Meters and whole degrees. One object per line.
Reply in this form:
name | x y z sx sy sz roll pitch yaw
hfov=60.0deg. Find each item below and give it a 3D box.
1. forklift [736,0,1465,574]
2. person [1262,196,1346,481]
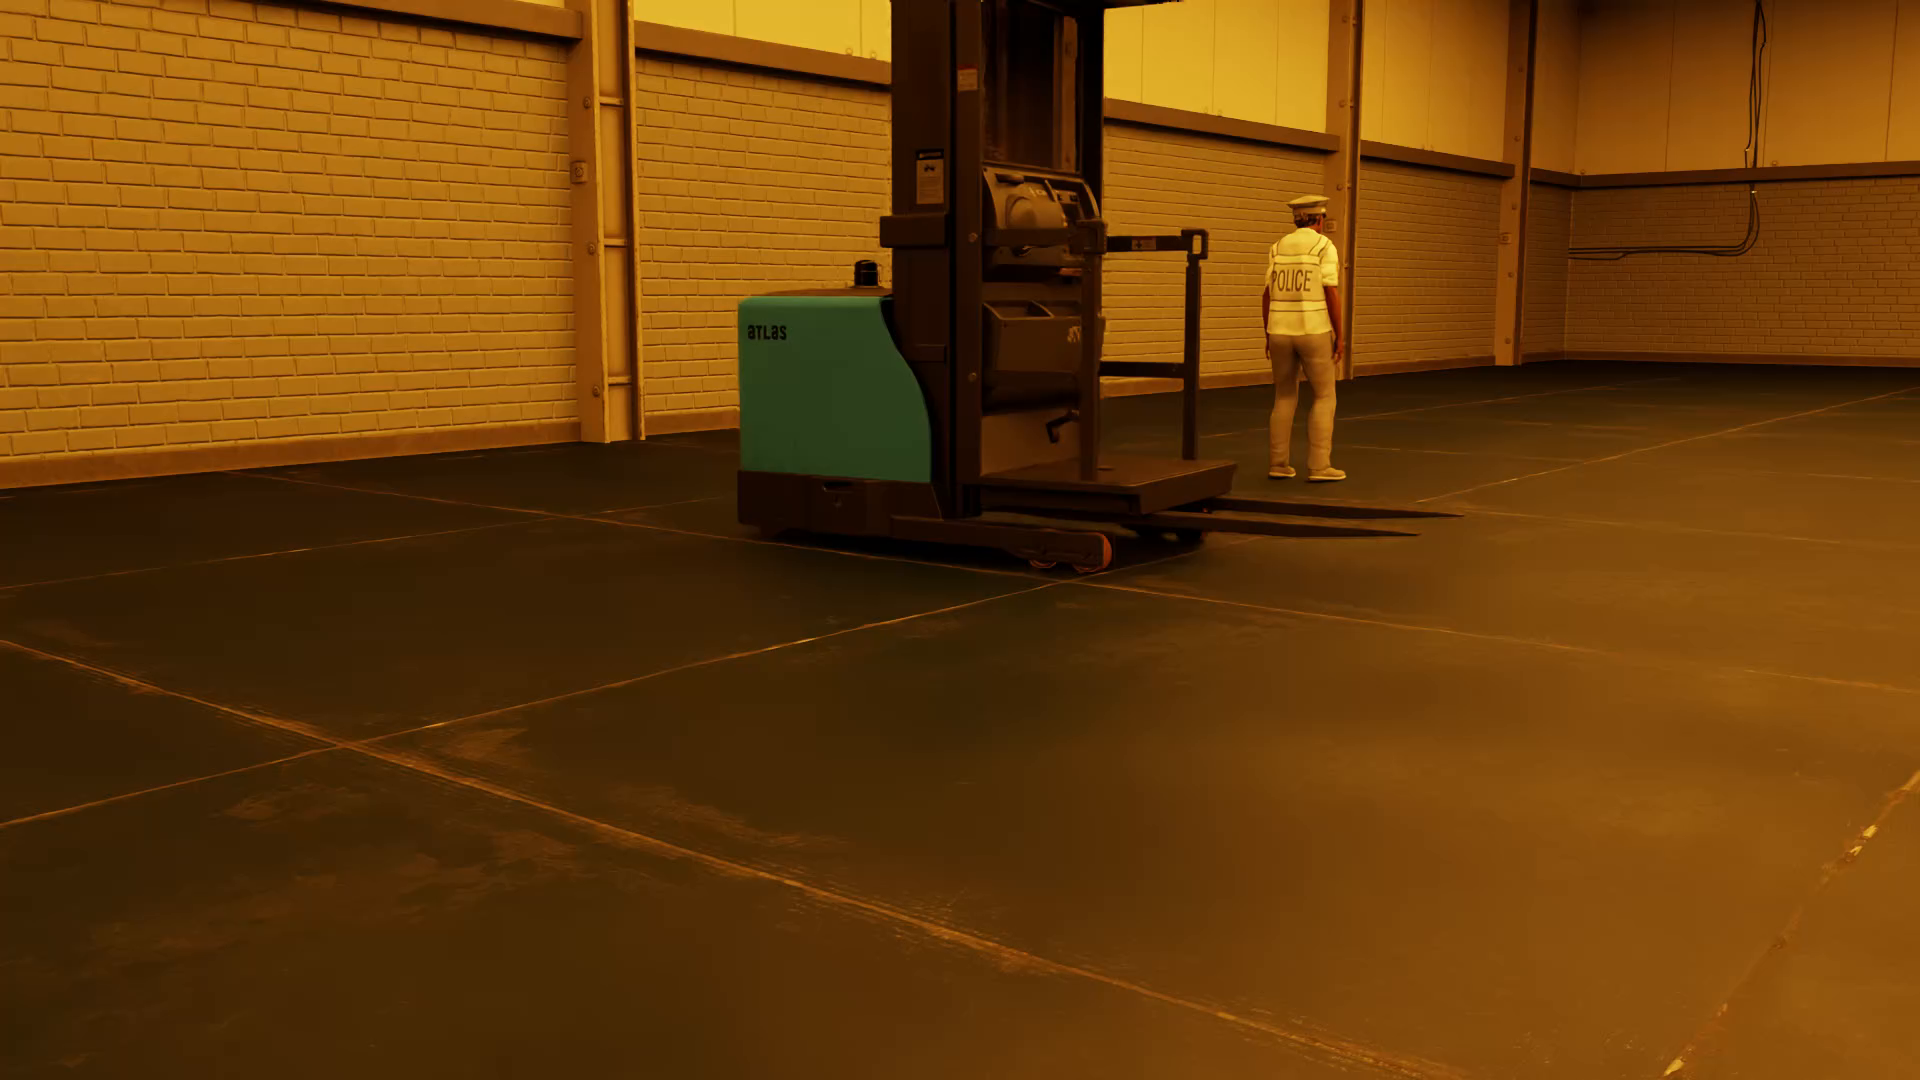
forklift | 0.529 -1.405 6.887 3.031 2.935 1.130 5 10 31
person | 2.012 -1.178 9.755 0.496 1.659 0.390 7 11 39
